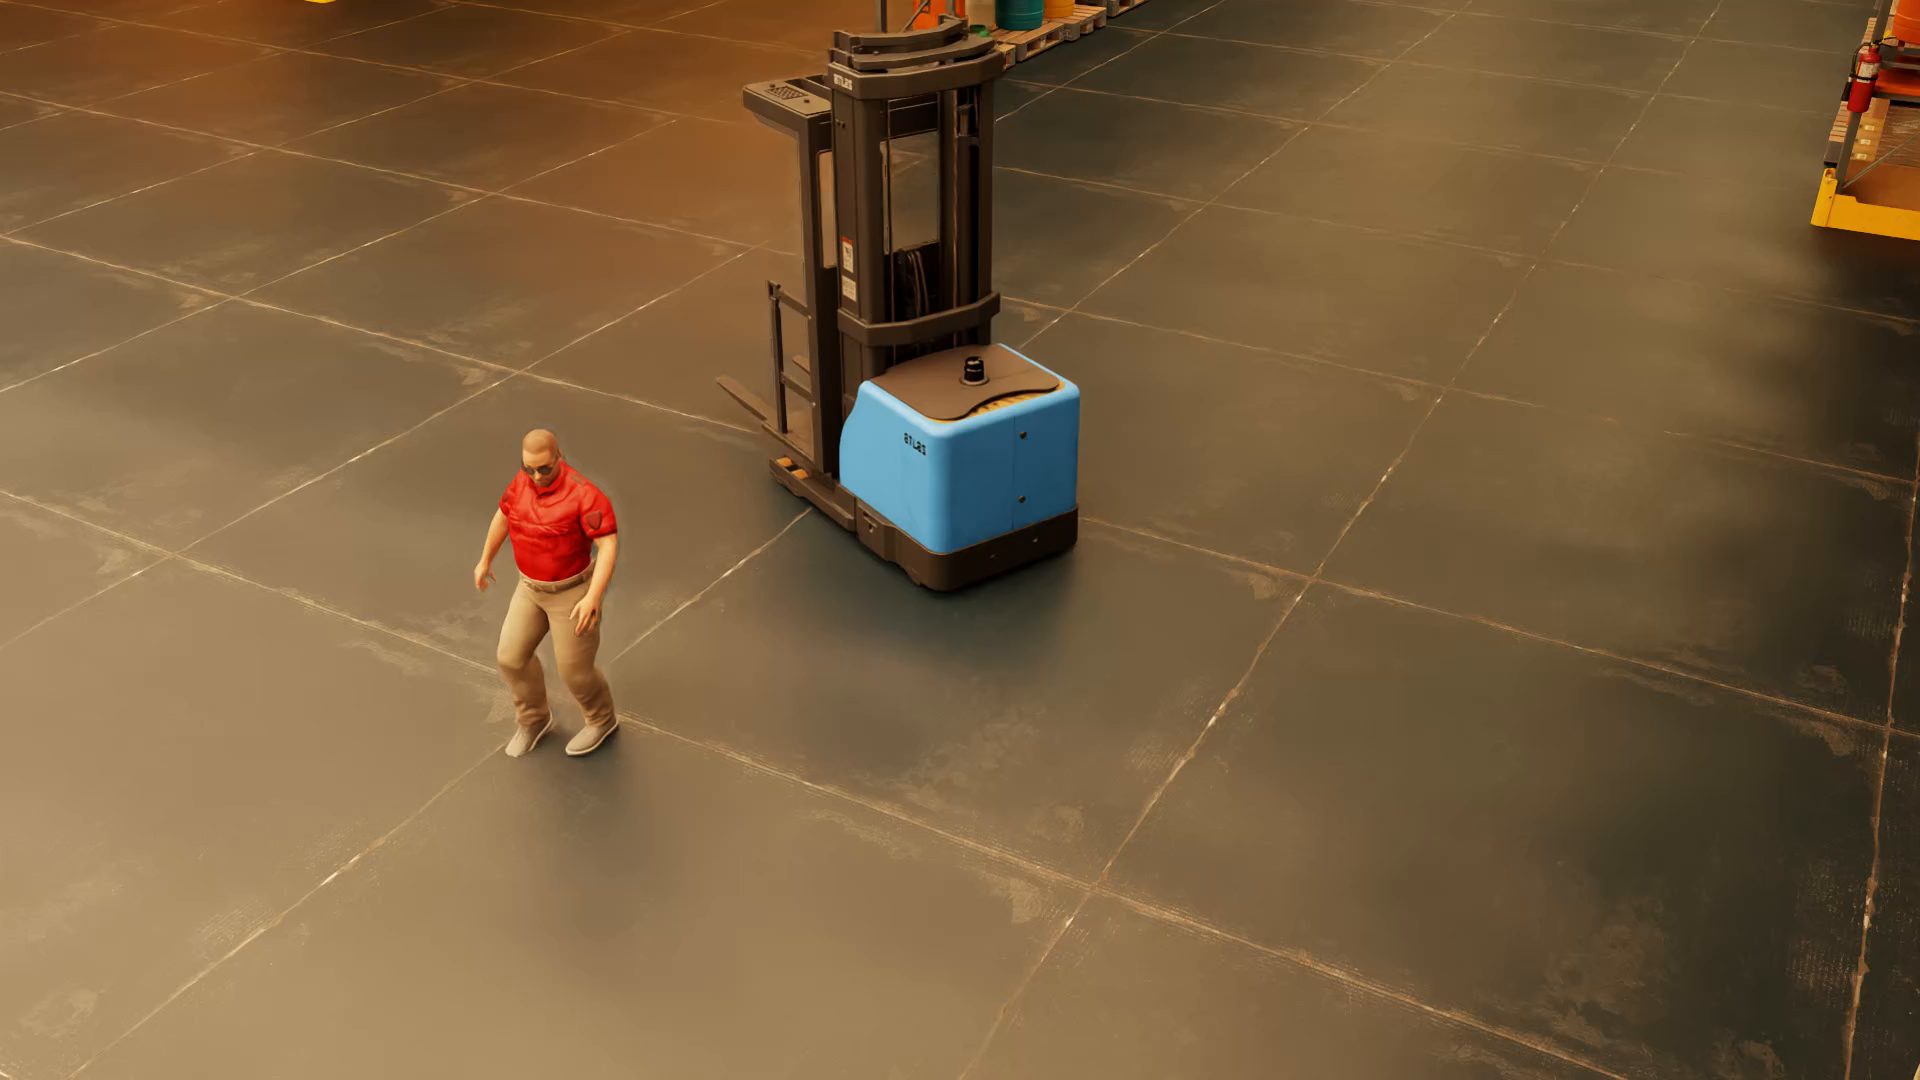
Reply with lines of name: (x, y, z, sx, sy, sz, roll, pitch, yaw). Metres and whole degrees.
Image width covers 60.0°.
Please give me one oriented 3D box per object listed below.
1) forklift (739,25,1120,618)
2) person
forklift: (-0.357, -1.527, 9.716, 1.130, 2.935, 3.031, -19, 35, -30)
person: (-2.314, 0.435, 7.517, 0.529, 1.734, 0.628, -26, 39, -37)
